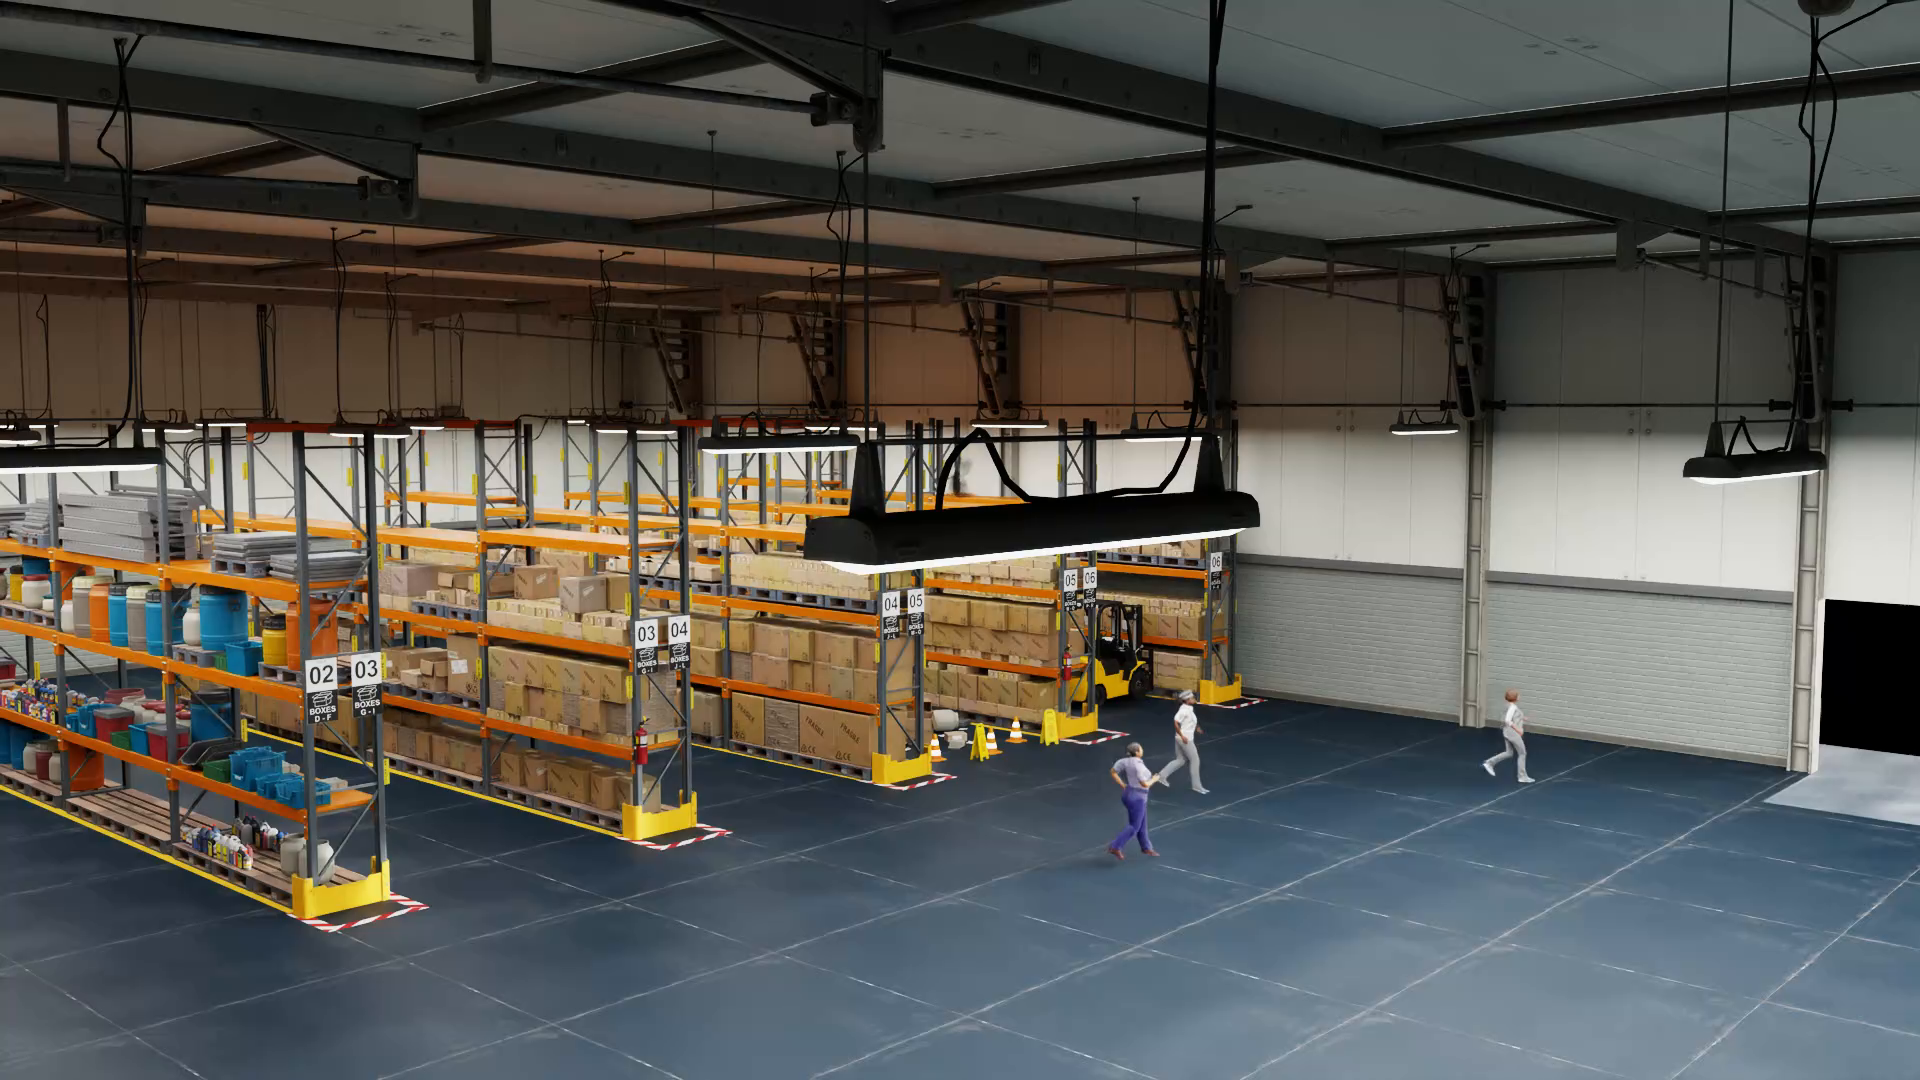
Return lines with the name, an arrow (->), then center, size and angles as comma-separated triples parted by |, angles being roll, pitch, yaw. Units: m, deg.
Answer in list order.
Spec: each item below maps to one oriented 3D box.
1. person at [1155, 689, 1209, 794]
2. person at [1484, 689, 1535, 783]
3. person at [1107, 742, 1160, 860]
person -> 3.632, 3.276, 27.132 | 0.875, 1.715, 0.584 | 0, 5, 2
person -> 9.195, 3.267, 27.757 | 0.841, 1.572, 0.546 | 0, 5, -1
person -> 2.414, 3.615, 22.964 | 0.874, 1.672, 0.598 | -2, 5, -21
